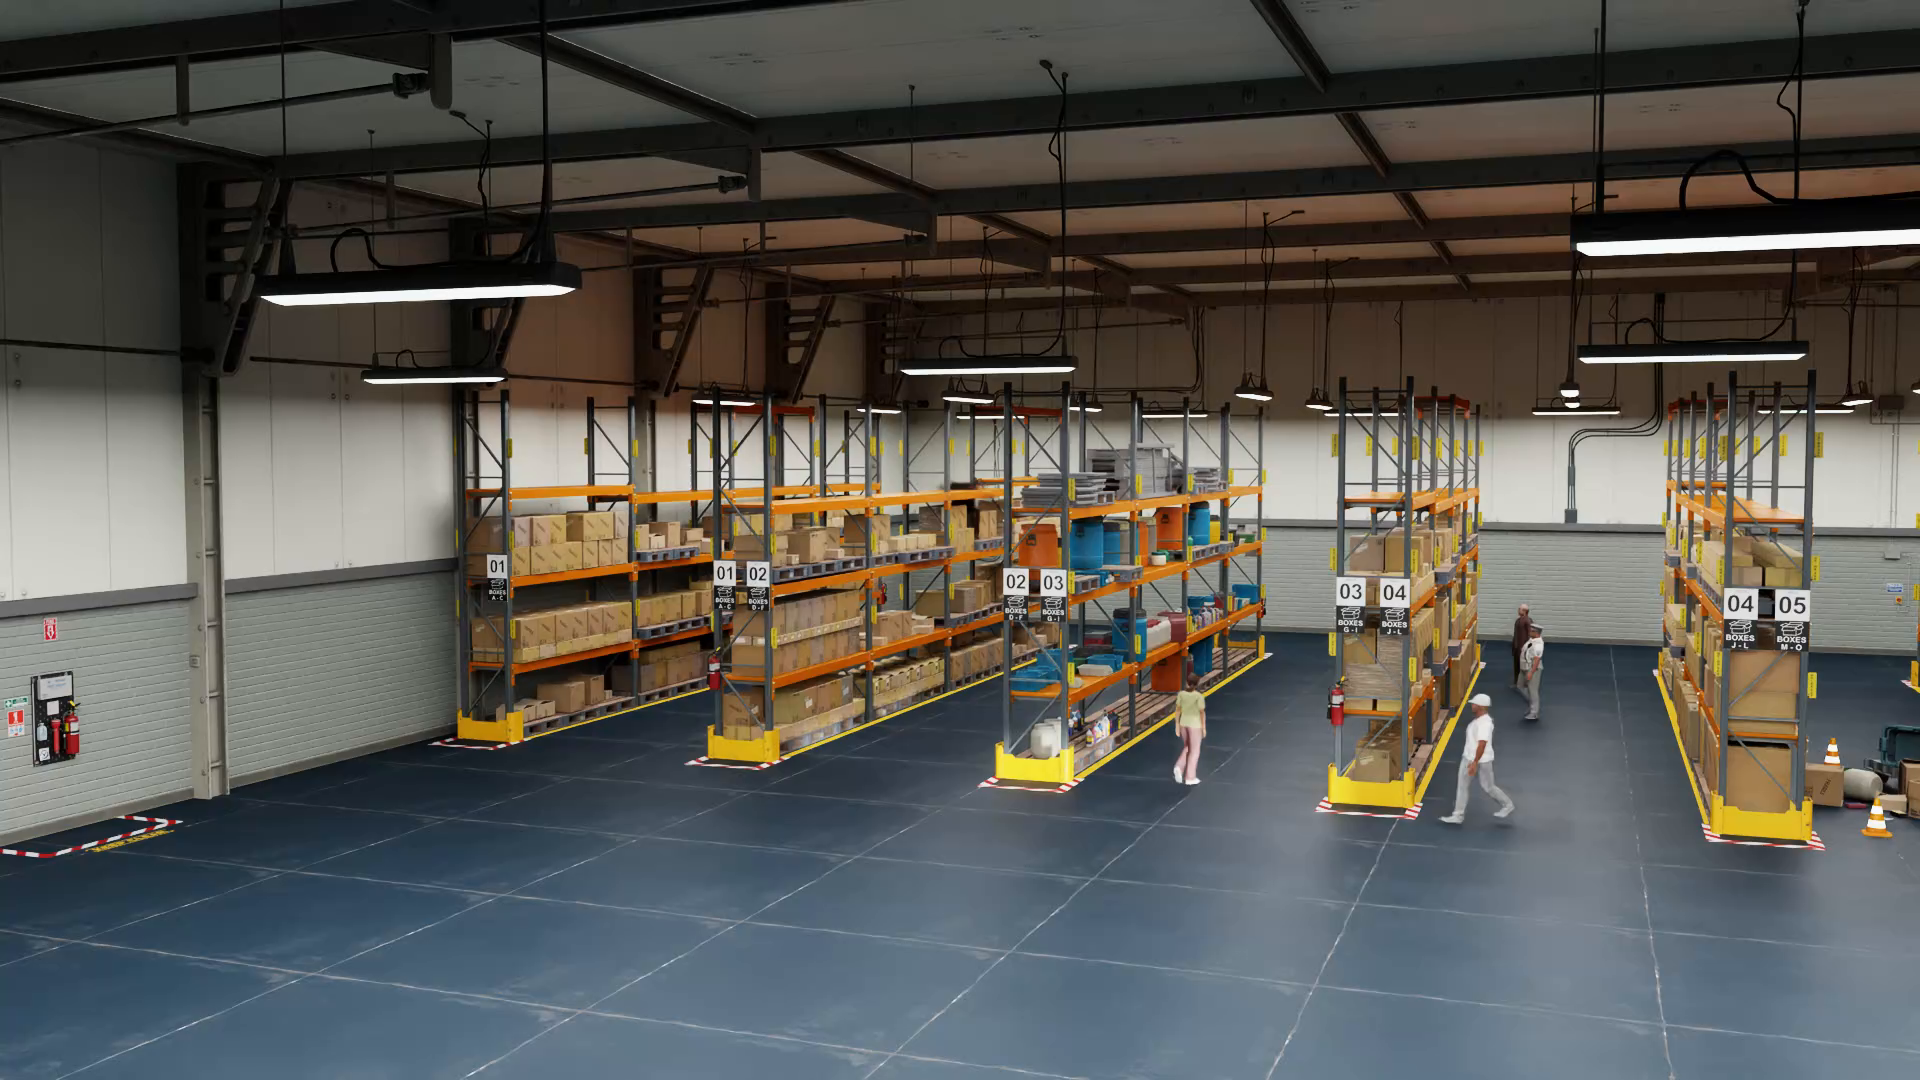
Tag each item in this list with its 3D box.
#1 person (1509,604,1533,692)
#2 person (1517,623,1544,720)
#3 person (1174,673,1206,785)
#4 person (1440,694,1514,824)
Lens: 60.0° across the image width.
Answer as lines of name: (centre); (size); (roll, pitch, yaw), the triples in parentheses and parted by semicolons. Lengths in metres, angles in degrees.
person: (11.603, 2.230, 34.395); (0.412, 1.802, 0.617); (-1, 3, -18)
person: (10.611, 2.431, 30.876); (0.451, 1.781, 0.640); (0, 3, -5)
person: (3.417, 2.797, 24.608); (0.485, 1.664, 0.445); (-3, 4, -41)
person: (6.935, 2.918, 22.156); (1.003, 1.740, 0.498); (-2, 4, -27)
